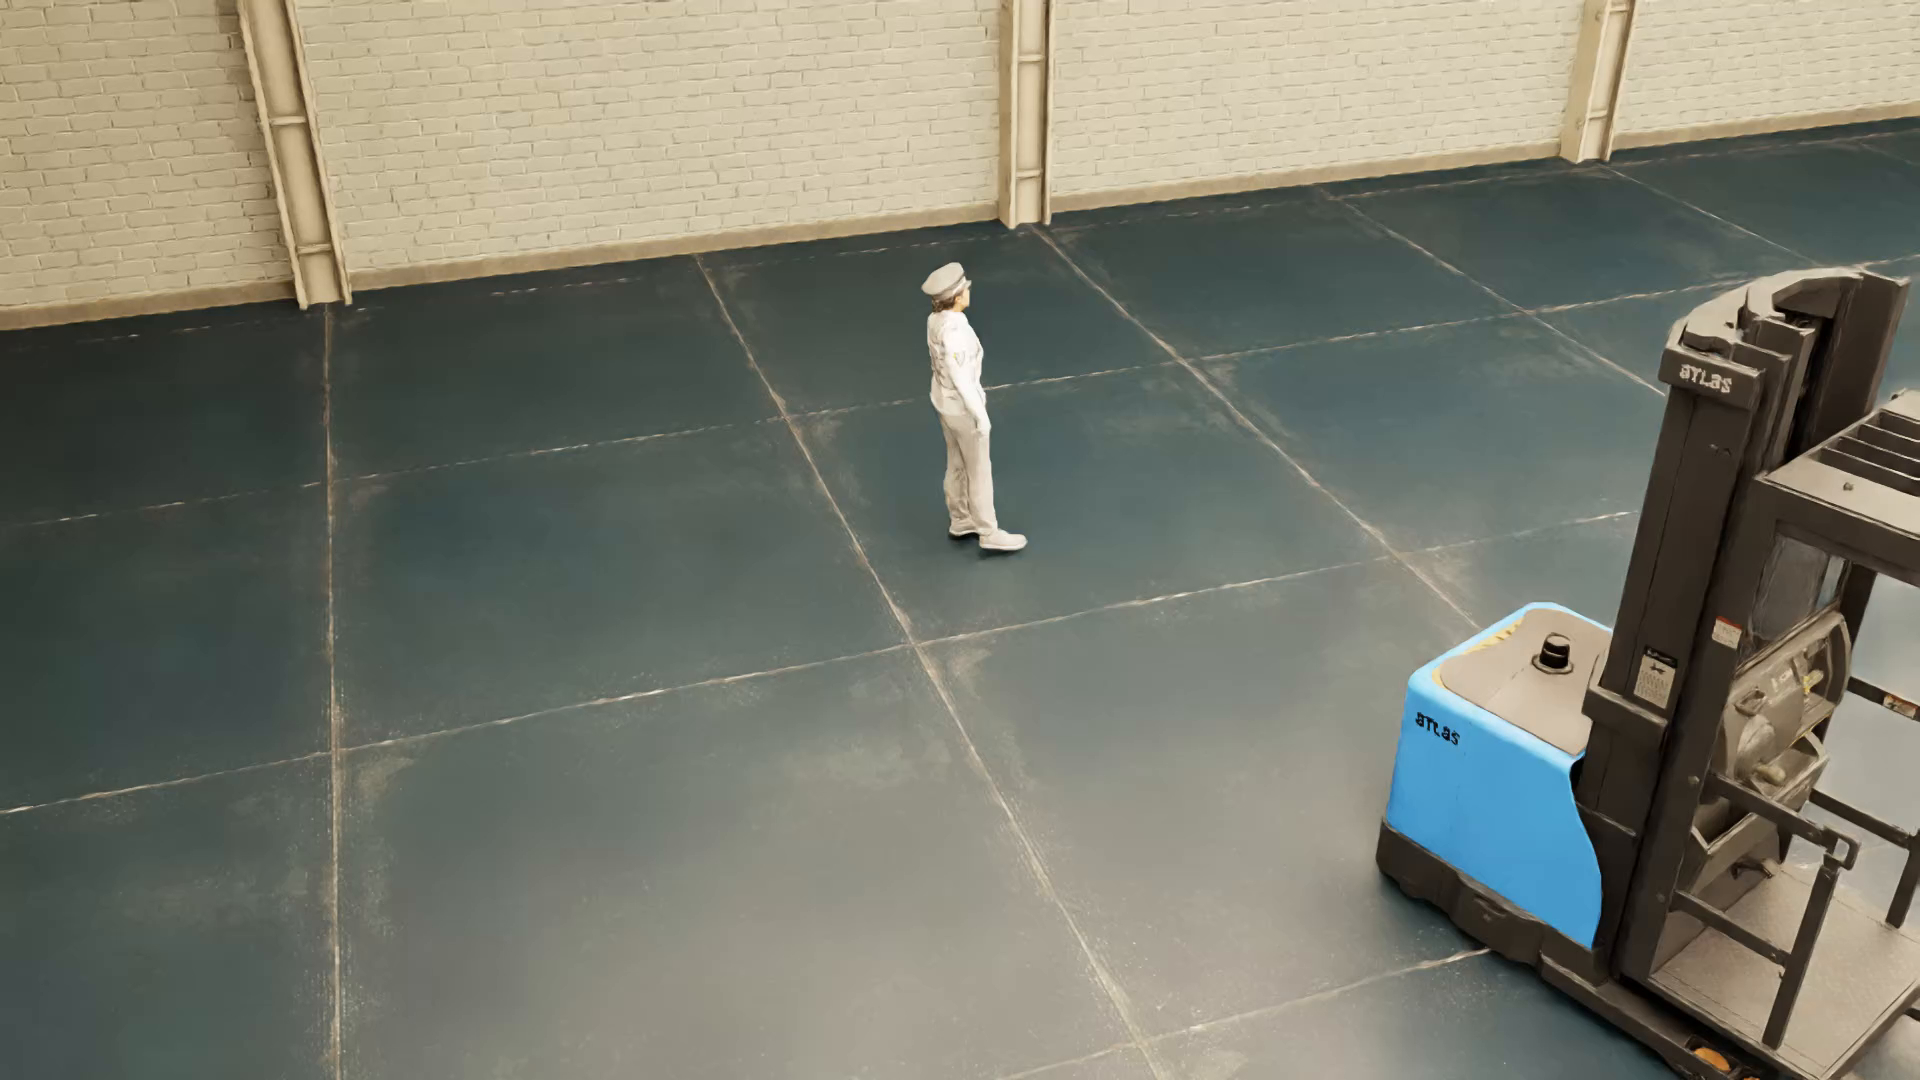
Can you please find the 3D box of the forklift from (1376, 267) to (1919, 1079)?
[{"bbox_3d":[3.180,0.630,5.992,1.130,2.935,3.031,-23,37,-34],"label":"forklift"}]

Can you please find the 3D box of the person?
[{"bbox_3d":[0.066,-0.783,9.592,0.534,1.695,0.586,-10,31,-16],"label":"person"}]
